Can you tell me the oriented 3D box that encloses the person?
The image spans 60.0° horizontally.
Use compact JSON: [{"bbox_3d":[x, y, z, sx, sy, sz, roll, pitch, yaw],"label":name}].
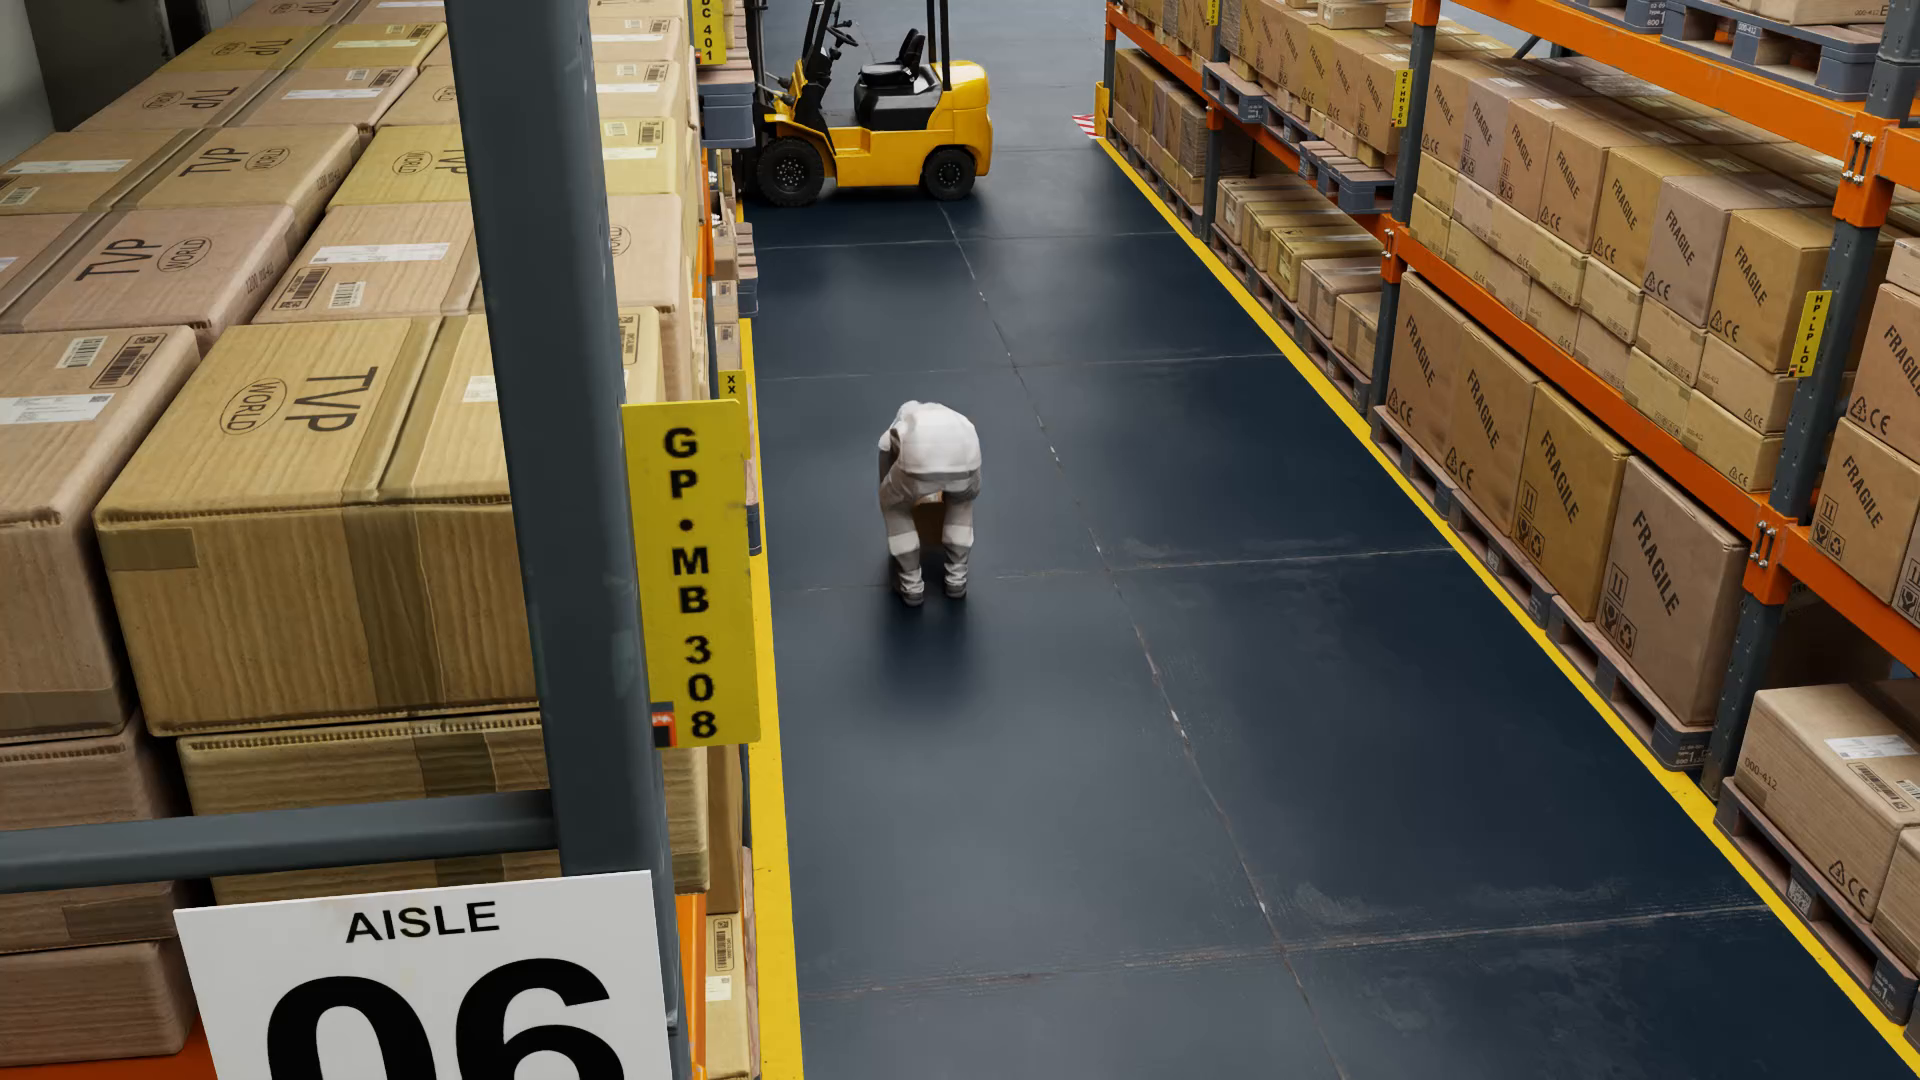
[{"bbox_3d":[-0.174,-0.260,8.456,0.522,1.010,0.952,-5,27,-11],"label":"person"}]
